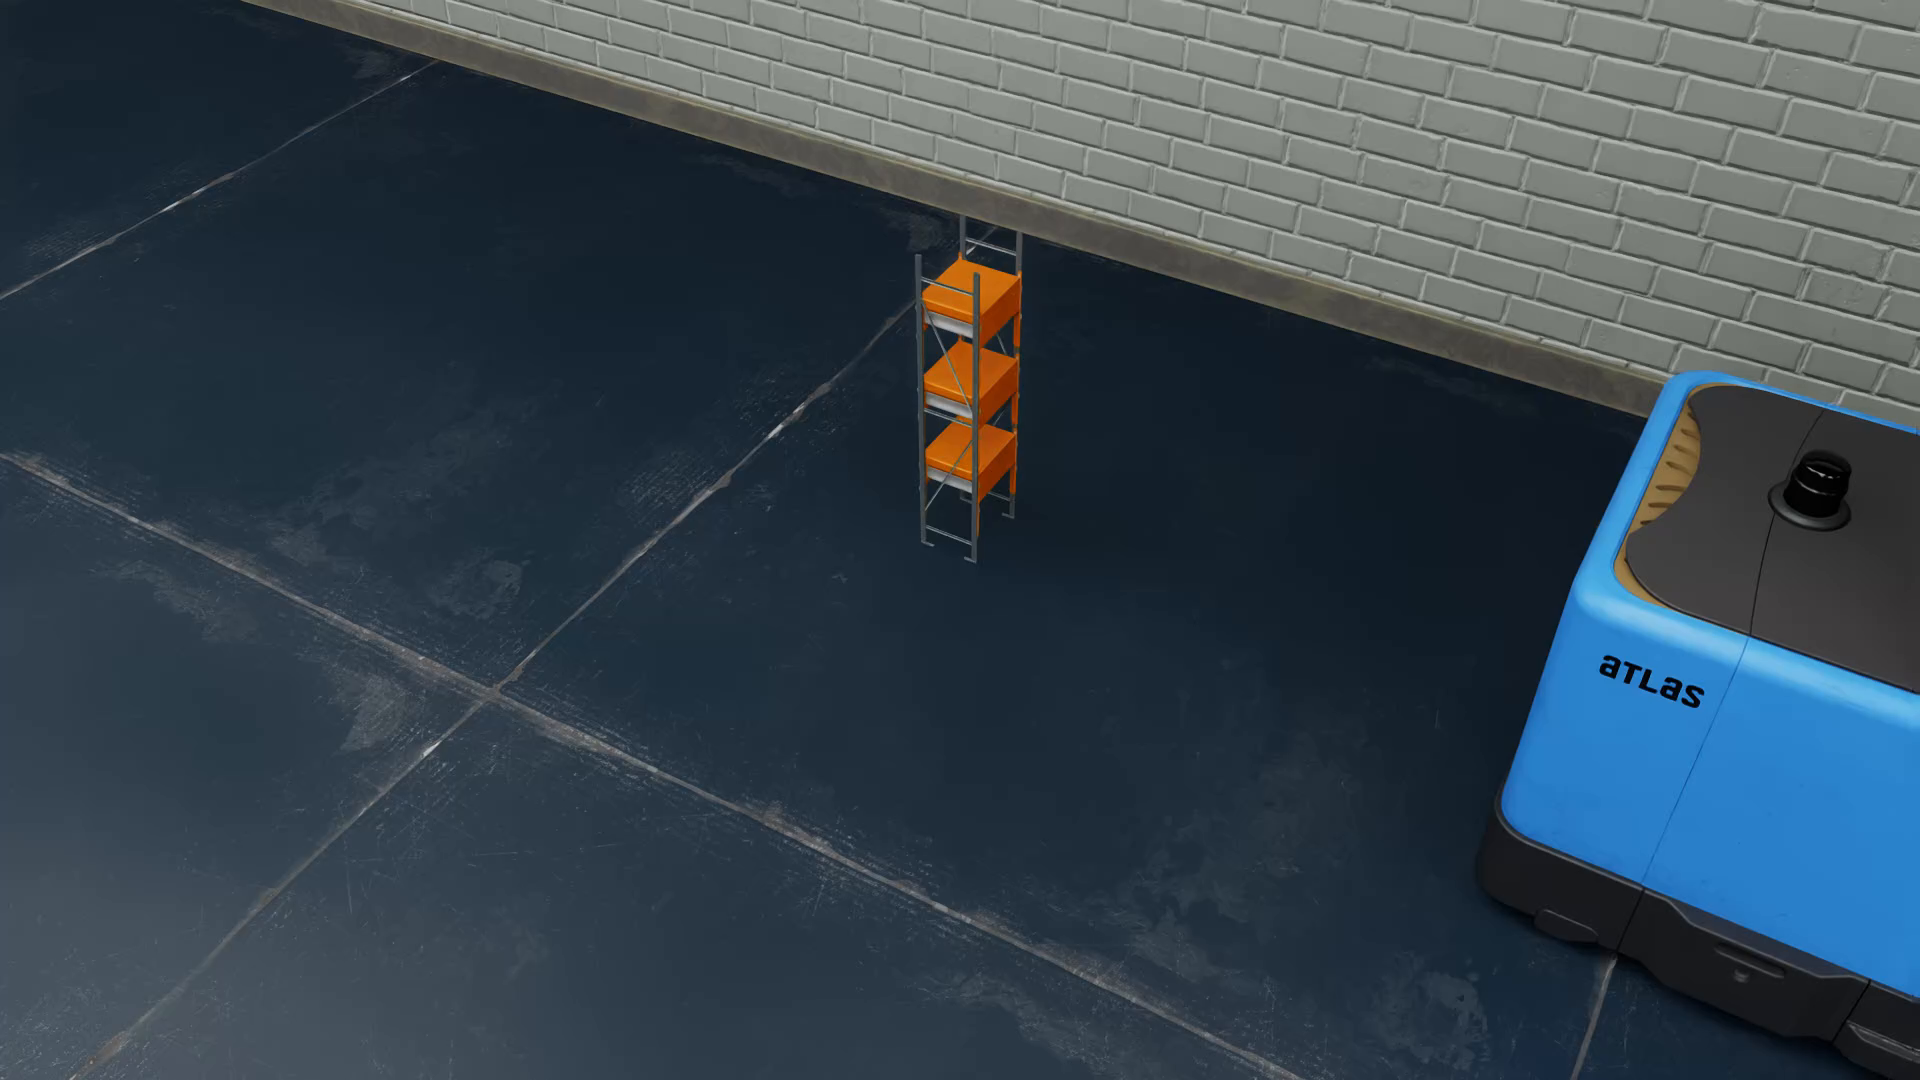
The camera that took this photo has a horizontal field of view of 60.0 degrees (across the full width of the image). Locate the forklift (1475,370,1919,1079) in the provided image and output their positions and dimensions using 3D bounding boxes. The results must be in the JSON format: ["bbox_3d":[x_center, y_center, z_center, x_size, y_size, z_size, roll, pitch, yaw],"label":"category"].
[{"bbox_3d":[2.829,0.031,2.997,3.031,2.935,1.130,21,46,22],"label":"forklift"}]

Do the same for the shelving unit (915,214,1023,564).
[{"bbox_3d":[0.027,-0.425,4.938,0.215,1.050,0.252,21,45,22],"label":"shelving unit"}]

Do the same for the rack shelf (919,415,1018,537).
[{"bbox_3d":[0.027,-0.208,5.128,0.215,0.259,0.240,21,45,22],"label":"rack shelf"}]

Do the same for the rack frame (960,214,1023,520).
[{"bbox_3d":[0.088,-0.494,5.017,0.200,1.050,0.008,21,45,22],"label":"rack frame"}]

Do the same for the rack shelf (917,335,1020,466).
[{"bbox_3d":[0.027,-0.417,4.945,0.215,0.259,0.240,21,45,22],"label":"rack shelf"}]

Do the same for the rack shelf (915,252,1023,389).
[{"bbox_3d":[0.027,-0.630,4.757,0.215,0.259,0.240,21,45,22],"label":"rack shelf"}]

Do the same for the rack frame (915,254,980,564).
[{"bbox_3d":[-0.034,-0.355,4.859,0.200,1.050,0.008,21,45,22],"label":"rack frame"}]
